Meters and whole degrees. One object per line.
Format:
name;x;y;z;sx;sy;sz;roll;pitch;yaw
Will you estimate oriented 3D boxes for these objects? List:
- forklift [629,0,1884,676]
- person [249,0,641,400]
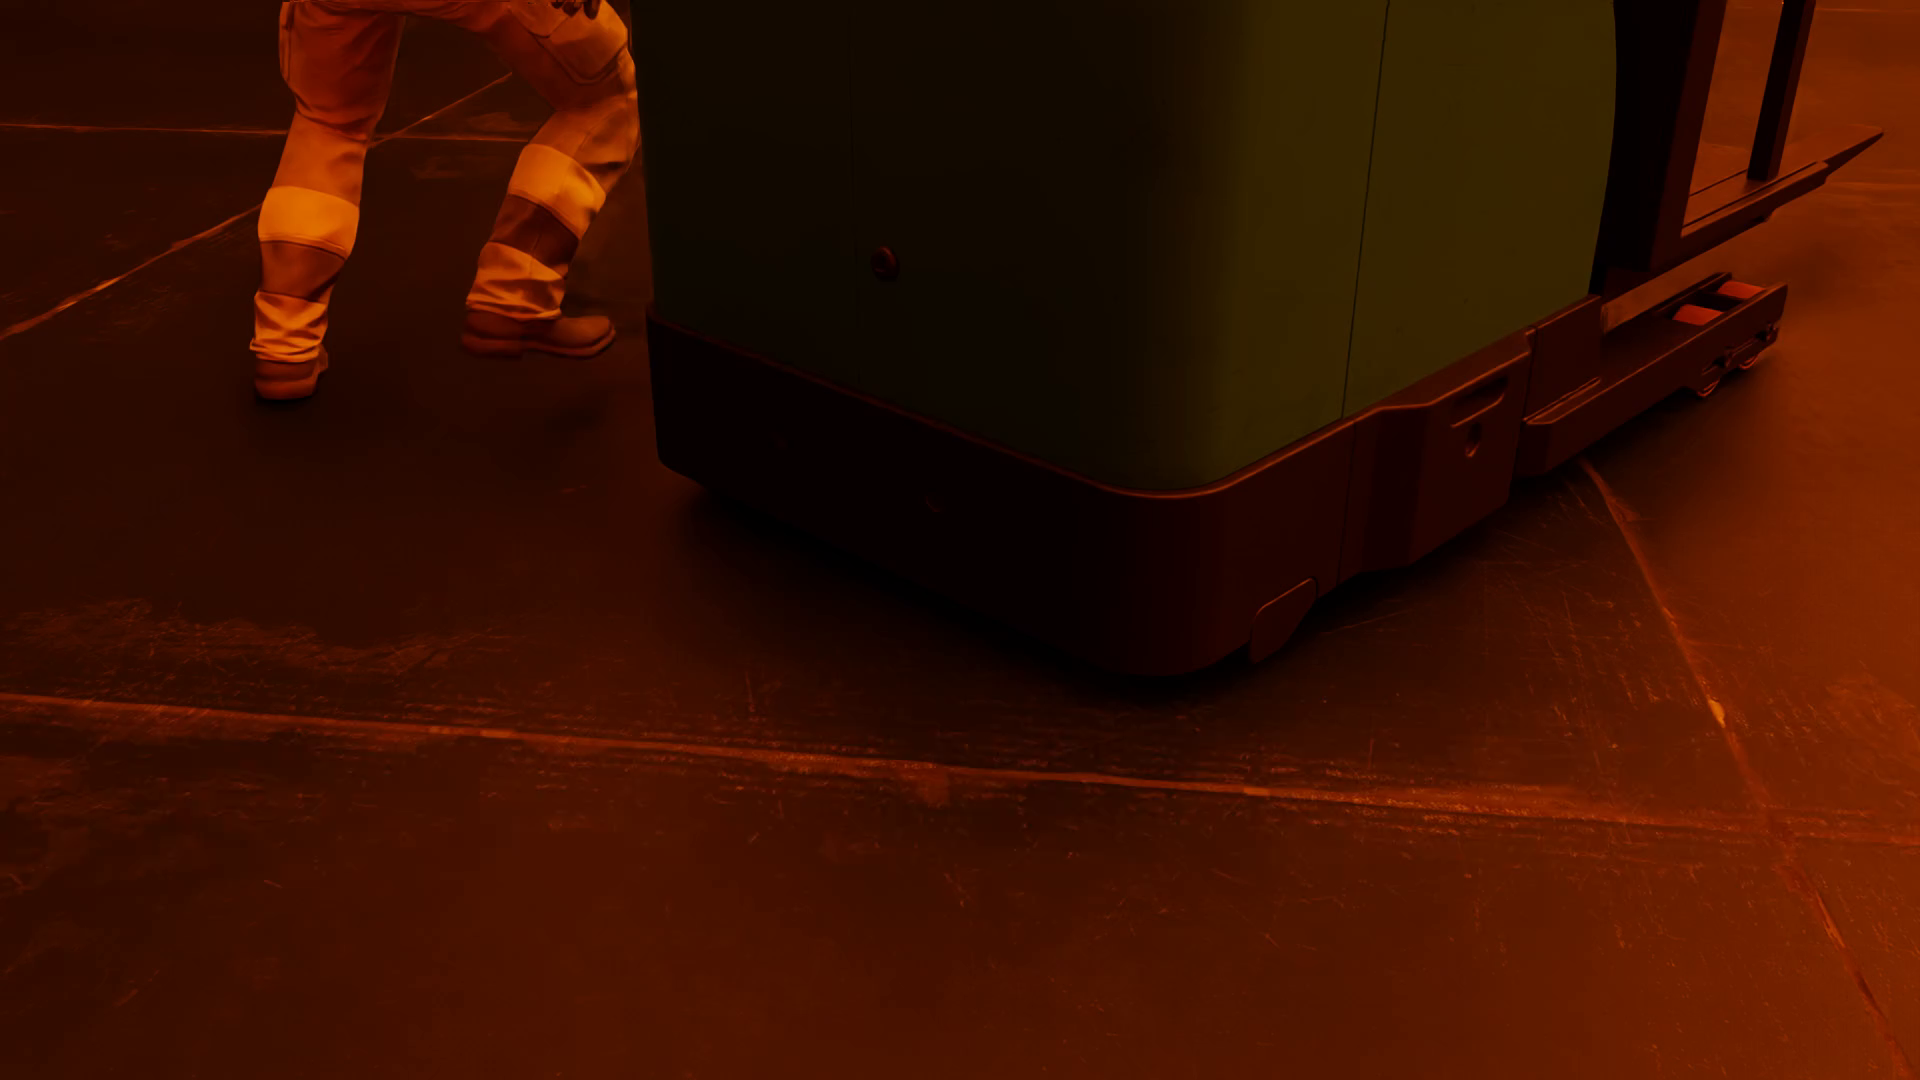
forklift;0.910;-1.711;2.646;1.130;2.935;3.031;23;35;38
person;-0.937;-1.051;2.752;0.949;1.685;0.556;14;30;26
